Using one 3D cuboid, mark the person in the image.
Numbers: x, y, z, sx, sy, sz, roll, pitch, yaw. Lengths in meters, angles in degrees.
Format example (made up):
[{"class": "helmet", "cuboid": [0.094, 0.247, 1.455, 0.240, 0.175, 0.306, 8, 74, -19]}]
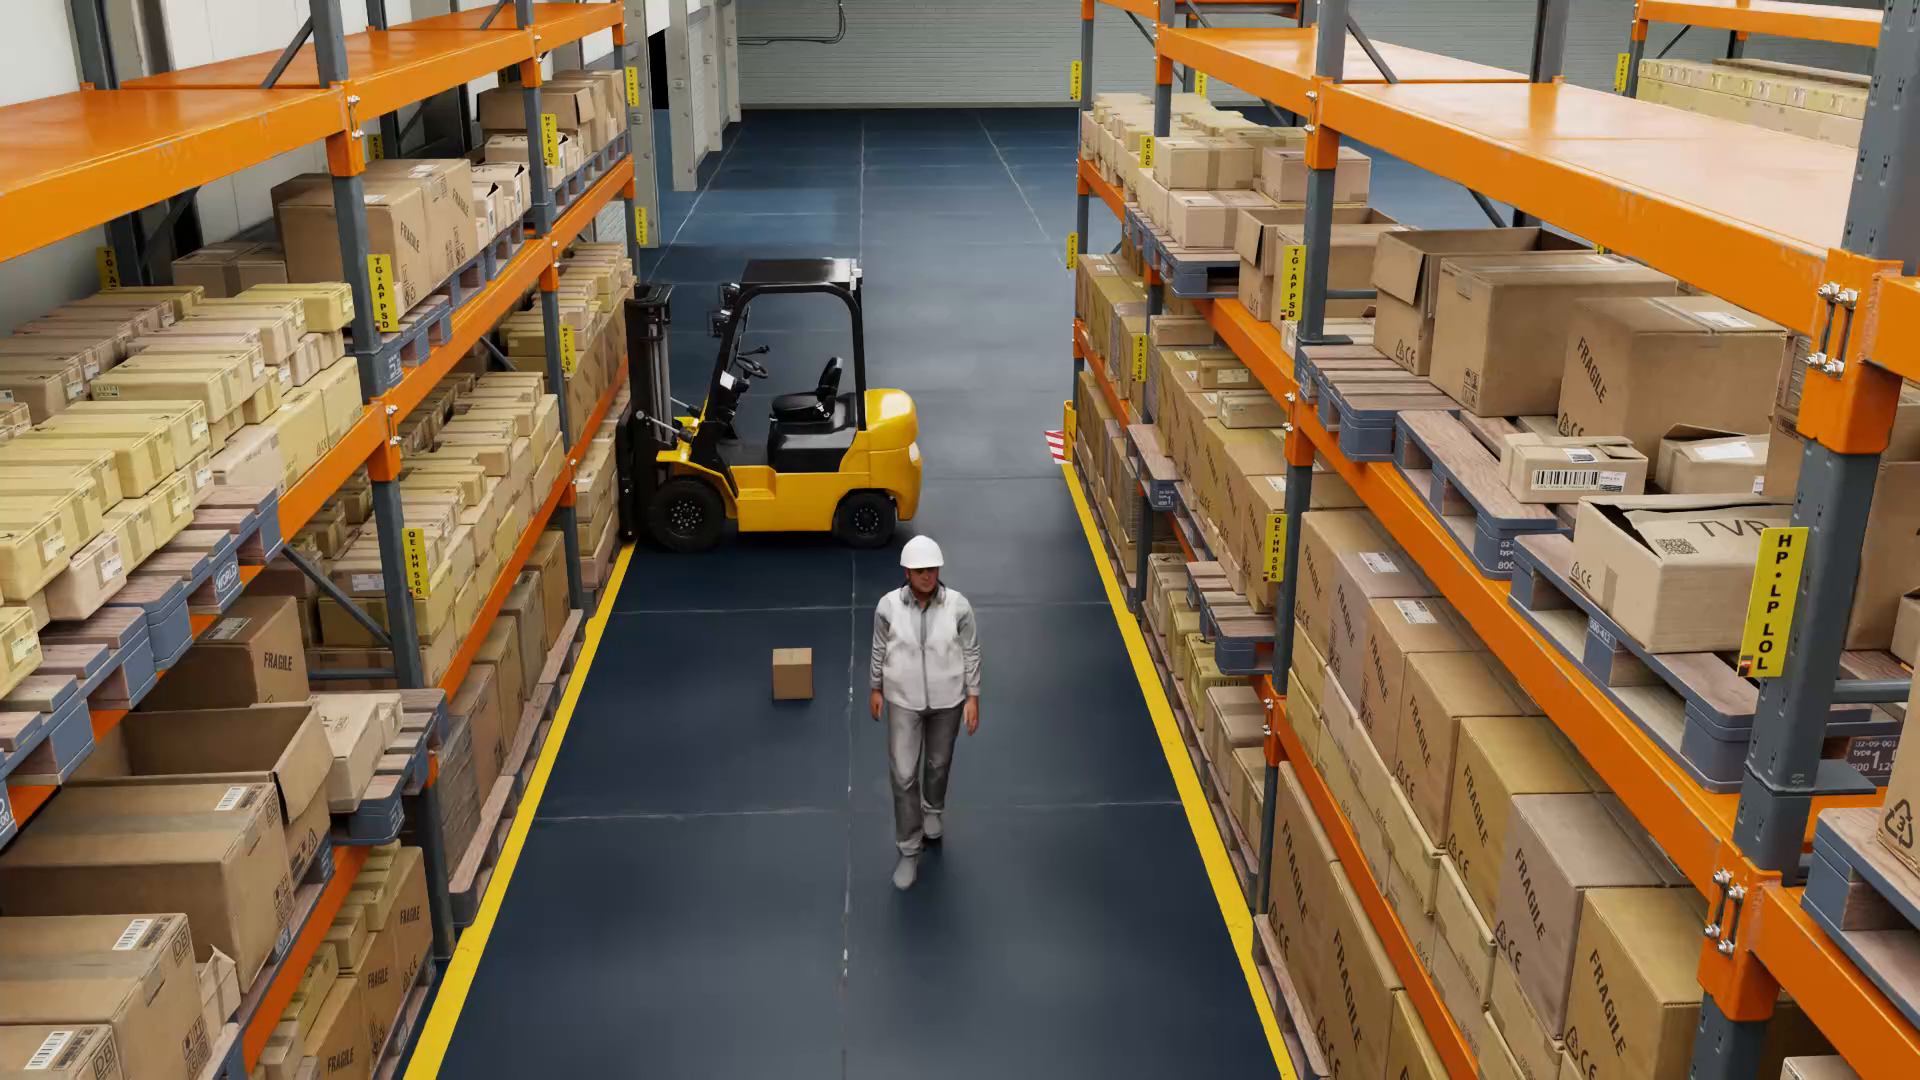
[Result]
[{"class": "person", "cuboid": [-0.175, 0.871, 8.708, 0.584, 1.818, 0.715, -2, 20, -5]}]
